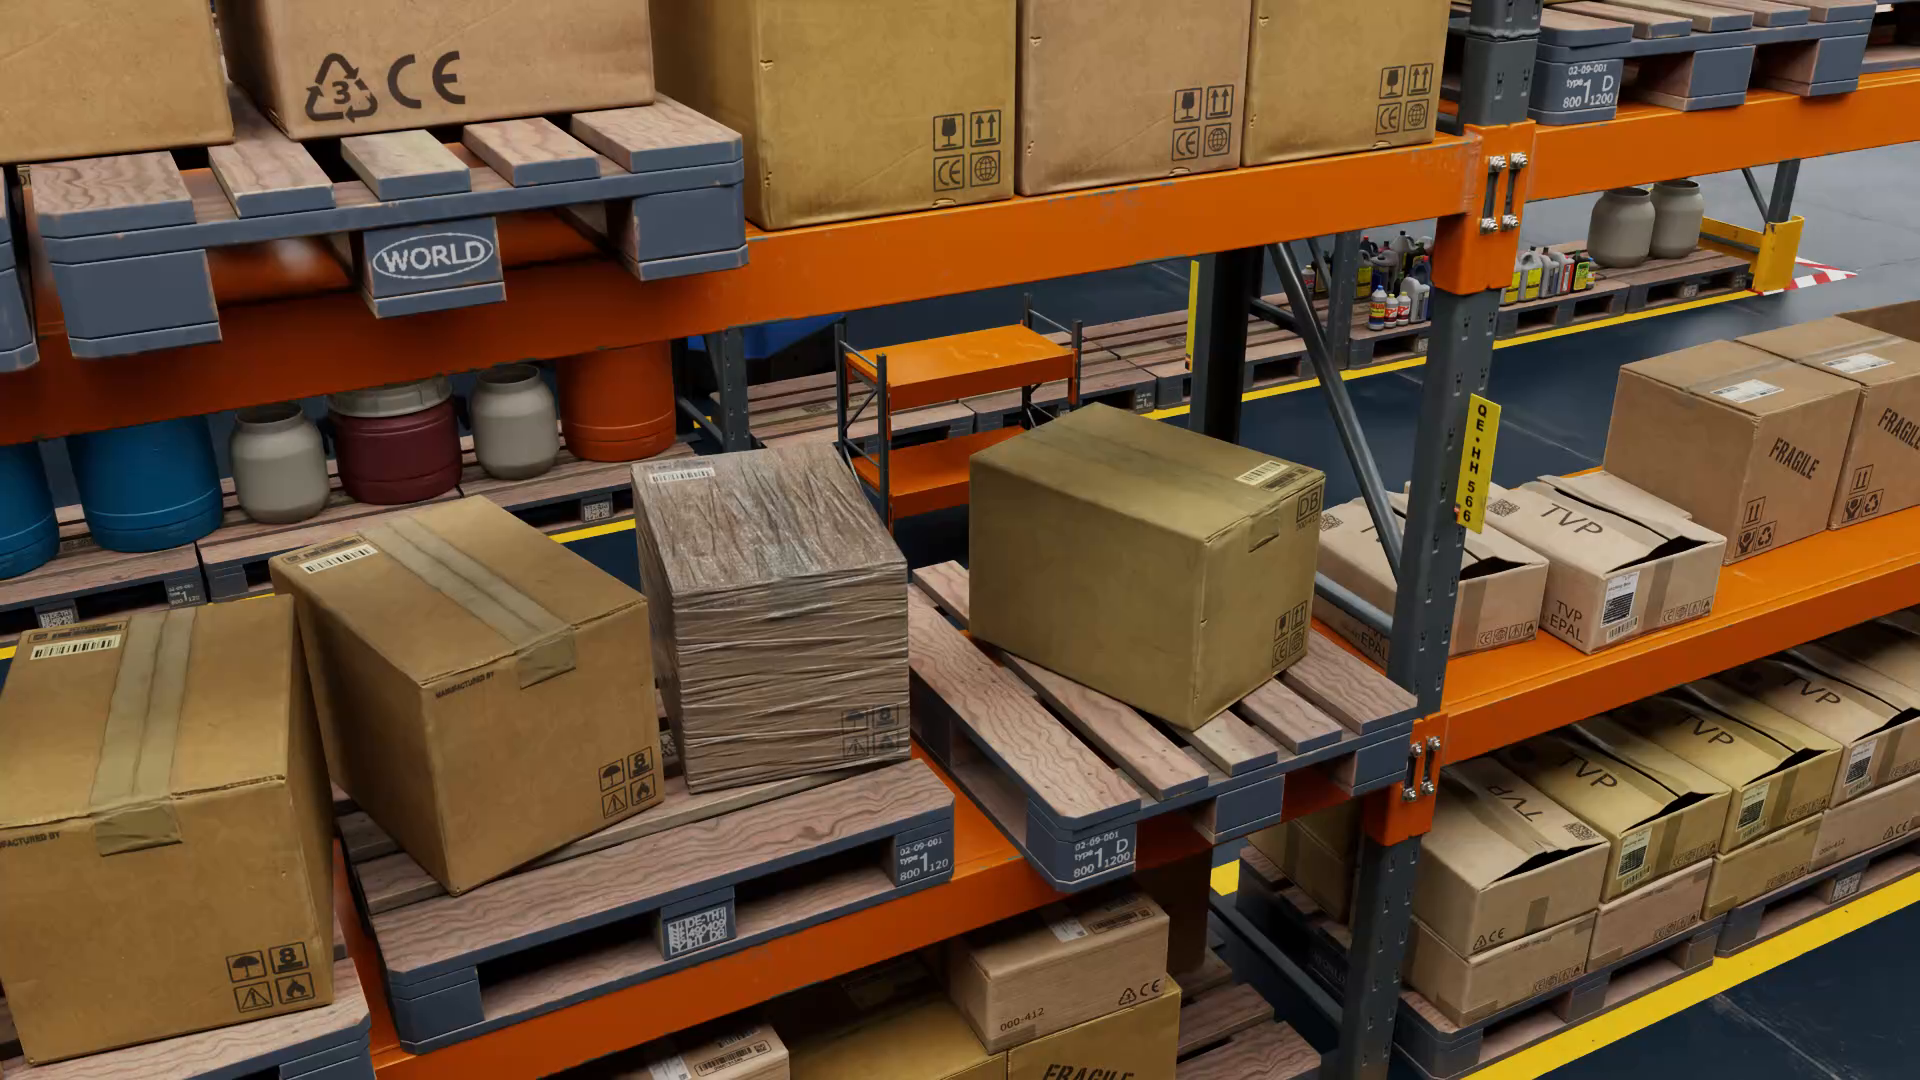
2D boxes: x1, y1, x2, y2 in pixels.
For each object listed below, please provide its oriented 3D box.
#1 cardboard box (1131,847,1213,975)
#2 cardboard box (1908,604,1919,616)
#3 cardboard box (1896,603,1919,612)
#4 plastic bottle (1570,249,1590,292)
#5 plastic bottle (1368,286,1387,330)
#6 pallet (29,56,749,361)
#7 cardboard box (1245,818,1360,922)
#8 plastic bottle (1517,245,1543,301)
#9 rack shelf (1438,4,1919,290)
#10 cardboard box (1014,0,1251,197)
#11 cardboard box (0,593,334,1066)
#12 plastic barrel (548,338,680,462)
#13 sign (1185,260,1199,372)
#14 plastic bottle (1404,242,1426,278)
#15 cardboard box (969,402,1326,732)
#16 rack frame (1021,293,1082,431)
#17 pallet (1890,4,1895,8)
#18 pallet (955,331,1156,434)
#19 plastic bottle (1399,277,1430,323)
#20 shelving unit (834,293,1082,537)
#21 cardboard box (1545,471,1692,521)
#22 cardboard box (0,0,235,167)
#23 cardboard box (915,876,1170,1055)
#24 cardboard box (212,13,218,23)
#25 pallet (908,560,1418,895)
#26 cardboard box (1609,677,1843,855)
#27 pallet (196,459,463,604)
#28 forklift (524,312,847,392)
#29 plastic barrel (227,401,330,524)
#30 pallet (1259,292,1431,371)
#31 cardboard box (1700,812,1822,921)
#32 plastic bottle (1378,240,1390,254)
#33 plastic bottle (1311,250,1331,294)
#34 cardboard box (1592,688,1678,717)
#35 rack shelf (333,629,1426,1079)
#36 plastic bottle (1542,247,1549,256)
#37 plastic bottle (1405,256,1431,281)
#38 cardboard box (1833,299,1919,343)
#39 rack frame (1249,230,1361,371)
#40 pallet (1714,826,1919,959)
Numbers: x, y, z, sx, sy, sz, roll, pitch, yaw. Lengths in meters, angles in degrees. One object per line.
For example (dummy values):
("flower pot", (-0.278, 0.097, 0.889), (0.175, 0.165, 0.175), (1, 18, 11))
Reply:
("cardboard box", (0.412, 1.015, 5.049), (0.500, 0.500, 0.500), (-12, 28, -23))
("cardboard box", (3.799, 0.386, 6.023), (0.500, 0.311, 0.500), (-12, 28, -24))
("cardboard box", (3.551, 0.175, 6.464), (0.500, 0.311, 0.500), (-13, 29, -26))
("plastic bottle", (4.170, -1.820, 11.205), (0.133, 0.283, 0.061), (-12, 28, -24))
("plastic bottle", (2.637, -1.470, 10.490), (0.097, 0.271, 0.097), (0, 26, 0))
("pallet", (-1.060, -0.668, 2.927), (1.003, 0.211, 1.213), (-13, 29, -25))
("cardboard box", (1.297, 0.953, 5.491), (0.500, 0.250, 0.500), (-12, 28, -24))
("plastic bottle", (3.763, -1.777, 11.038), (0.185, 0.351, 0.144), (-12, 28, -23))
("rack shelf", (2.712, -1.332, 4.924), (4.000, 0.370, 1.077), (-13, 29, -25))
("cardboard box", (0.129, -1.088, 3.470), (0.500, 0.500, 0.910), (-13, 29, -25))
("cardboard box", (-1.482, 0.508, 3.125), (0.500, 0.500, 0.700), (-8, 27, -17))
("plastic barrel", (-1.804, -0.894, 8.669), (0.708, 0.830, 0.600), (-13, 29, -25))
("sign", (0.684, -0.630, 4.759), (0.005, 0.325, 0.100), (-13, 29, -25))
("plastic bottle", (3.107, -1.890, 11.351), (0.133, 0.283, 0.061), (-13, 29, -25))
("cardboard box", (0.445, 0.040, 4.100), (0.700, 0.500, 0.500), (22, 33, 38))
("rack frame", (0.443, -0.609, 8.219), (0.032, 1.125, 0.500), (-13, 29, -25))
("pallet", (3.705, -1.793, 5.274), (1.217, 0.209, 0.805), (-14, 29, -27))
("pallet", (0.397, -0.922, 9.926), (1.213, 0.211, 1.003), (-13, 29, -25))
("plastic bottle", (2.909, -1.548, 10.648), (0.135, 0.276, 0.152), (-12, 28, -23))
("shelving unit", (-0.006, -0.506, 8.004), (1.048, 1.125, 0.538), (-13, 29, -25))
("cardboard box", (2.046, -0.065, 5.209), (0.250, 0.149, 0.380), (-11, 28, -21))
("cardboard box", (-1.524, -0.933, 2.546), (0.600, 0.600, 0.600), (-13, 29, -26))
("cardboard box", (0.185, 0.987, 4.242), (0.500, 0.250, 0.500), (-12, 28, -23))
("cardboard box", (-5.172, -3.519, 11.999), (0.500, 0.500, 0.500), (-14, 29, -26))
("pallet", (0.383, 0.355, 4.267), (1.003, 0.211, 1.213), (-13, 29, -25))
("cardboard box", (2.459, 0.693, 5.385), (0.500, 0.311, 0.500), (-14, 29, -26))
("pallet", (-3.131, -0.109, 8.233), (1.213, 0.211, 1.003), (-13, 29, -25))
("forklift", (-2.266, -2.586, 10.250), (3.031, 2.935, 1.130), (13, 28, 25))
("plastic barrel", (-3.256, -0.372, 7.948), (0.421, 0.512, 0.421), (0, 26, 0))
("pallet", (2.762, -1.468, 11.063), (1.213, 0.211, 1.003), (-13, 29, -25))
("cardboard box", (2.447, 0.948, 5.501), (0.500, 0.250, 0.500), (-14, 29, -26))
("plastic bottle", (2.876, -1.907, 11.387), (0.133, 0.283, 0.061), (-11, 28, -22))
("plastic bottle", (2.419, -1.802, 11.167), (0.133, 0.283, 0.061), (-11, 28, -23))
("cardboard box", (2.196, 0.490, 5.808), (0.500, 0.311, 0.500), (-13, 29, -25))
("rack shelf", (-0.817, 0.835, 3.877), (4.000, 0.370, 1.077), (-13, 29, -25))
("plastic bottle", (3.979, -1.851, 11.269), (0.133, 0.283, 0.061), (-13, 29, -25))
("plastic bottle", (2.989, -1.669, 10.813), (0.185, 0.351, 0.144), (-13, 29, -25))
("cardboard box", (3.327, -0.499, 5.708), (0.500, 0.500, 0.500), (-11, 28, -21))
("rack frame", (2.150, -2.604, 10.208), (0.127, 3.000, 1.000), (-13, 29, -25))
("pallet", (2.768, 0.961, 6.005), (1.213, 0.211, 1.003), (-13, 29, -25))
